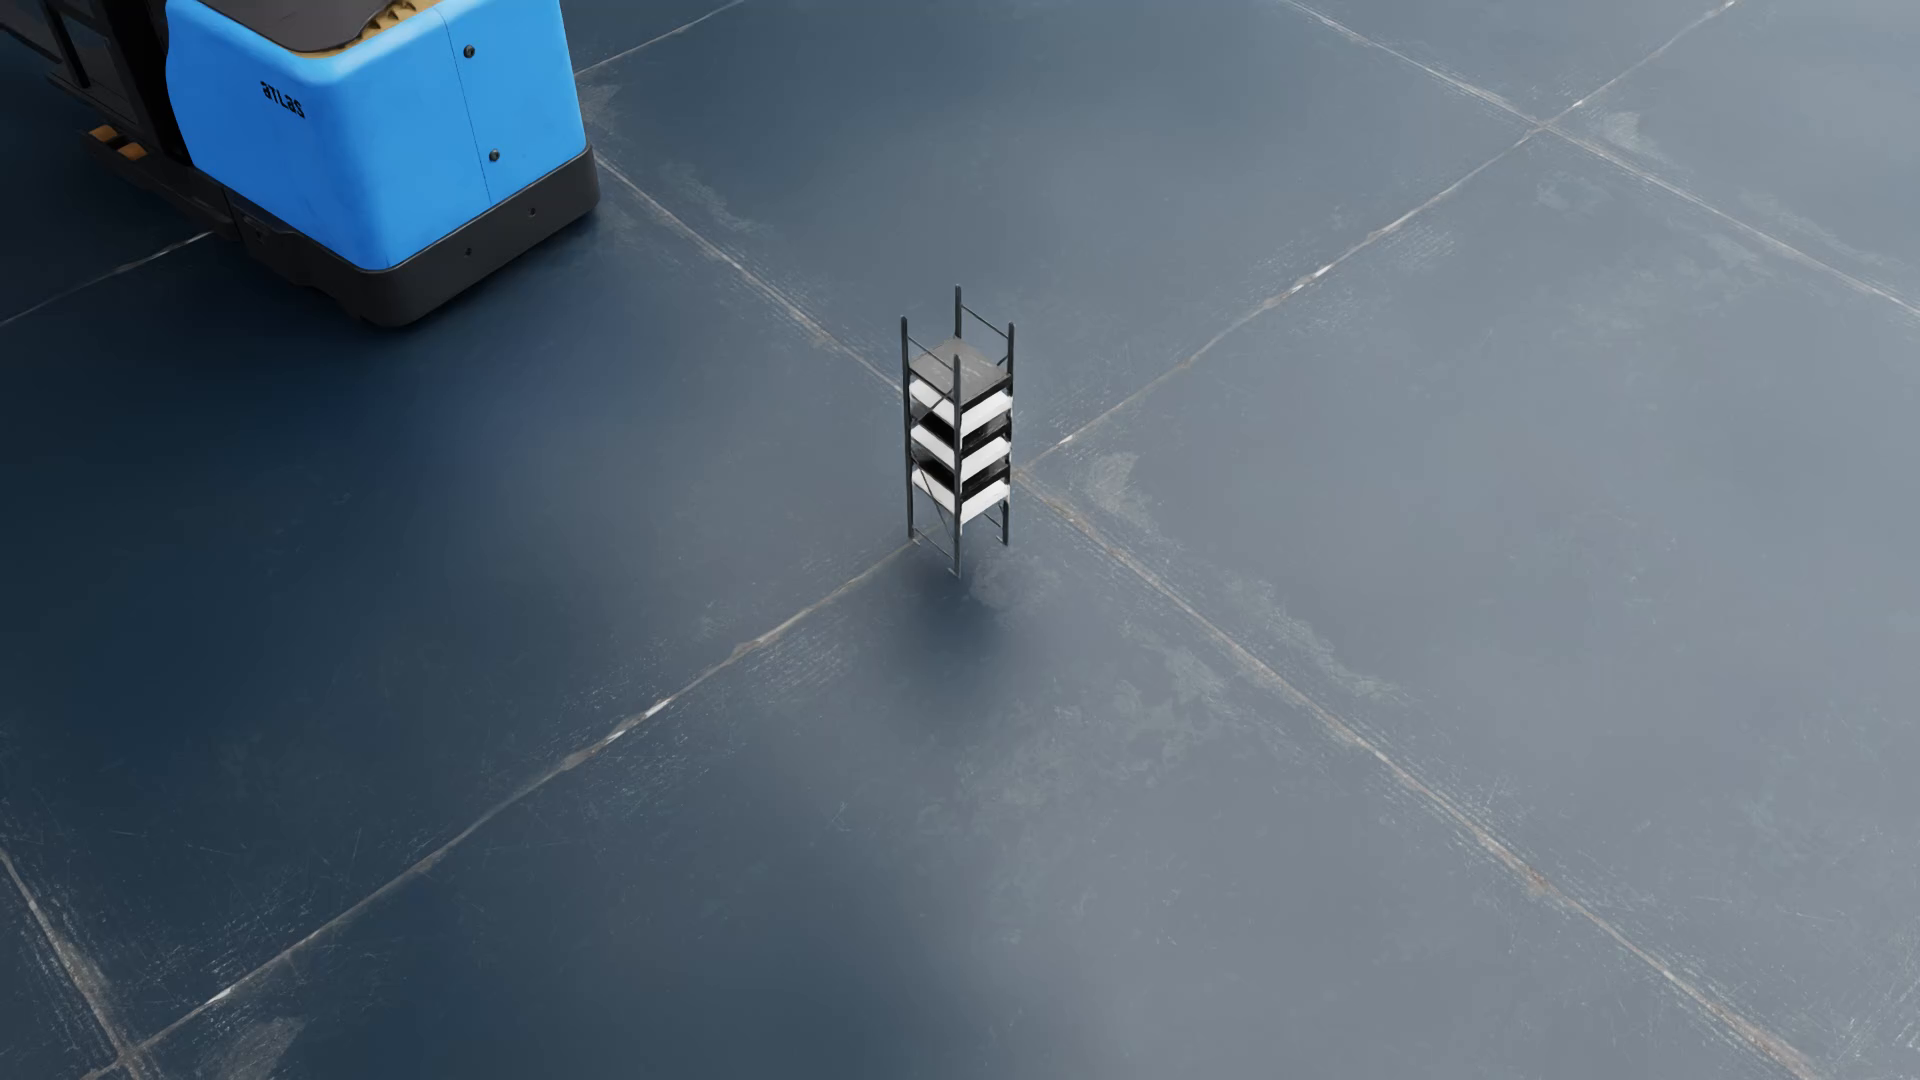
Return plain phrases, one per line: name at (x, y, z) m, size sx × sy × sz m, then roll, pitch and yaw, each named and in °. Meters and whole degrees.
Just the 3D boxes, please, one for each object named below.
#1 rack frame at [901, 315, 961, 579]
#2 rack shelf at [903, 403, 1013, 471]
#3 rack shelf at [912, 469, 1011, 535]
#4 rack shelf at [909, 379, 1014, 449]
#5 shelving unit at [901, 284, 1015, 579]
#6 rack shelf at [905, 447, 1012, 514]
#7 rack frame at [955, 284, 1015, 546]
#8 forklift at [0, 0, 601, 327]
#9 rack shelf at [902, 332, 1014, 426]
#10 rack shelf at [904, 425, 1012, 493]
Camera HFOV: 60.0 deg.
rack frame at (-0.081, -0.251, 4.869) m, size 0.006 × 0.900 × 0.240 m, roll -34°, pitch 56°, yaw -27°
rack shelf at (-0.006, -0.340, 4.874) m, size 0.200 × 0.077 × 0.258 m, roll -34°, pitch 56°, yaw -27°
rack shelf at (-0.006, -0.156, 5.072) m, size 0.200 × 0.077 × 0.258 m, roll -34°, pitch 56°, yaw -27°
rack shelf at (-0.006, -0.401, 4.808) m, size 0.200 × 0.077 × 0.258 m, roll -34°, pitch 56°, yaw -27°
shelving unit at (-0.006, -0.301, 4.916) m, size 0.210 × 0.900 × 0.258 m, roll -34°, pitch 56°, yaw -27°
rack shelf at (-0.006, -0.218, 5.006) m, size 0.200 × 0.077 × 0.258 m, roll -34°, pitch 56°, yaw -27°
rack frame at (0.069, -0.351, 4.962) m, size 0.006 × 0.900 × 0.240 m, roll -34°, pitch 56°, yaw -27°
forklift at (-2.842, -2.654, 5.705) m, size 3.031 × 2.935 × 1.130 m, roll 30°, pitch 54°, yaw 25°
rack shelf at (-0.006, -0.462, 4.742) m, size 0.200 × 0.077 × 0.258 m, roll -34°, pitch 56°, yaw -27°
rack shelf at (-0.006, -0.279, 4.940) m, size 0.200 × 0.077 × 0.258 m, roll -34°, pitch 56°, yaw -27°
